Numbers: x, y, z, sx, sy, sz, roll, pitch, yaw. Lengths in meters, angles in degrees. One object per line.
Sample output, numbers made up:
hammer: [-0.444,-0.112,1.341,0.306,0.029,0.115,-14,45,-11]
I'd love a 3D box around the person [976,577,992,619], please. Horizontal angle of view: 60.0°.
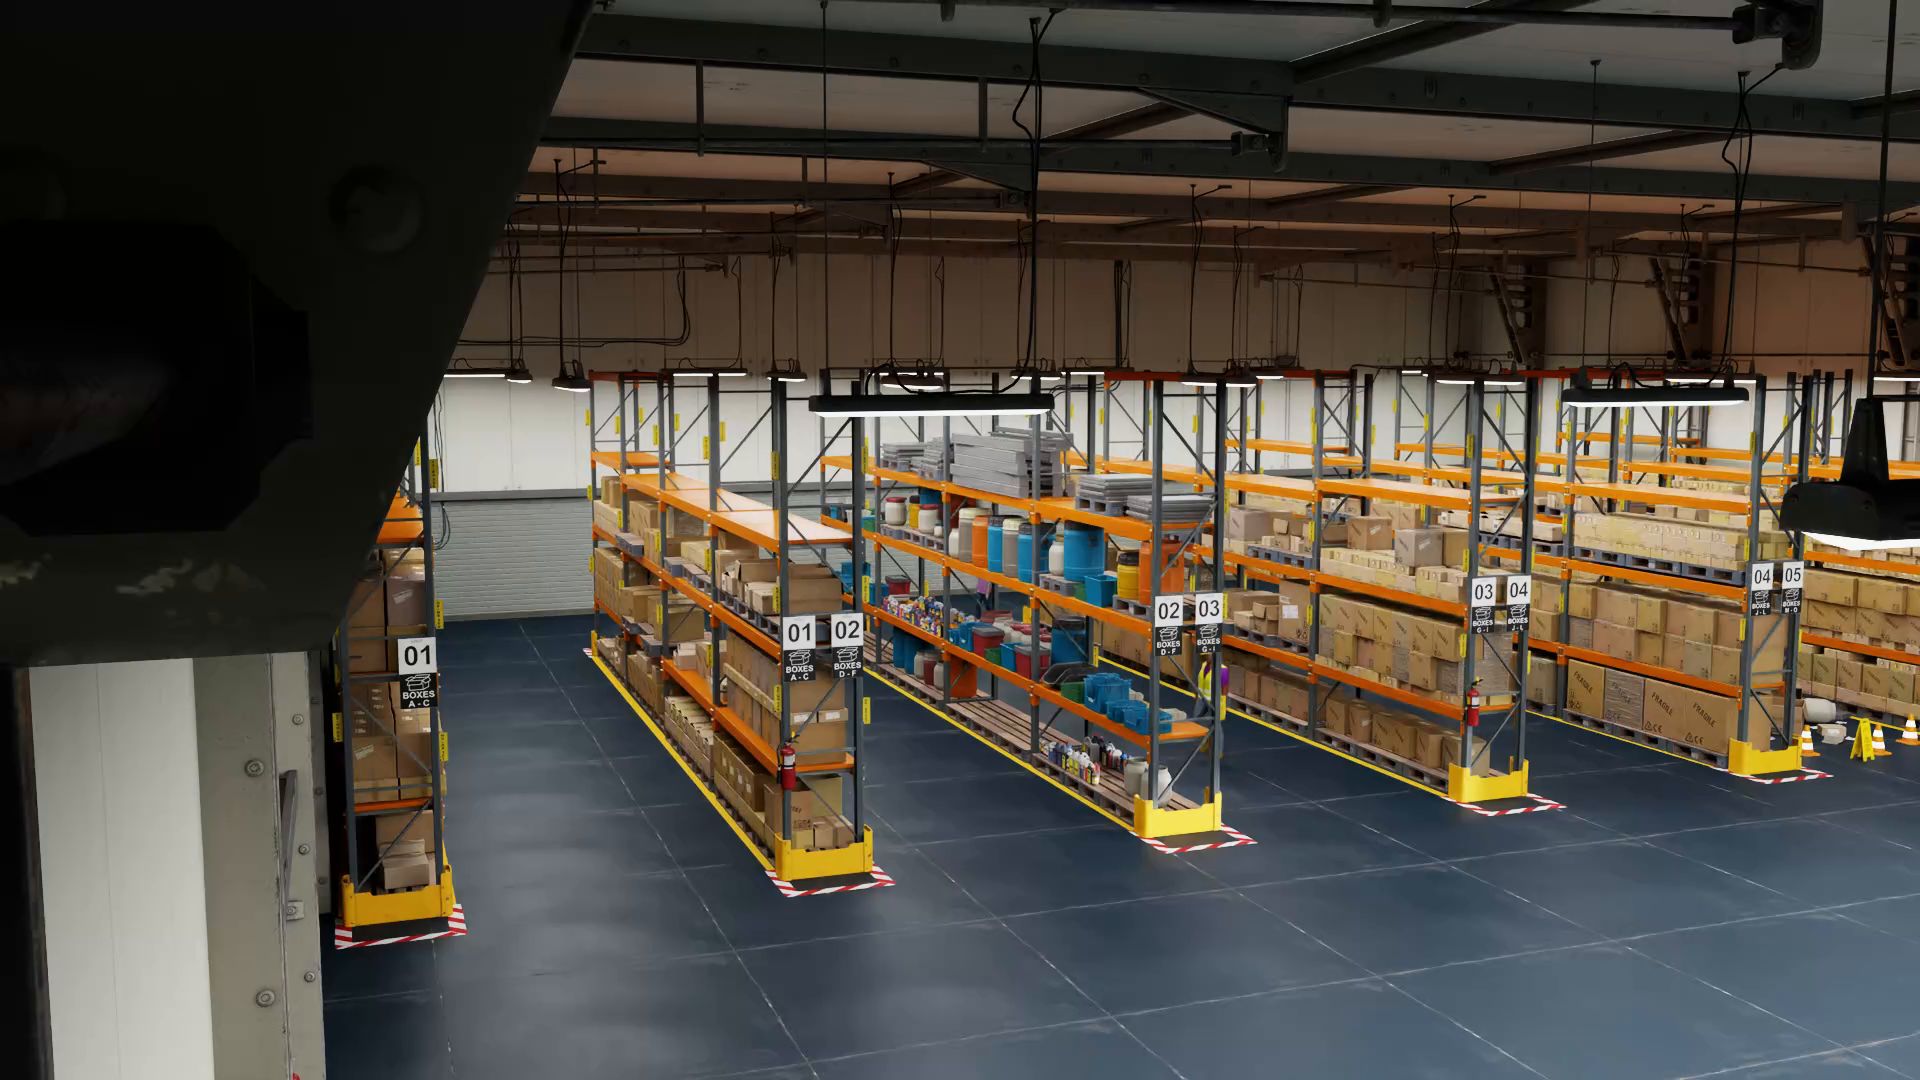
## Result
person: [0.599,1.223,38.708,0.424,1.568,0.765,6,8,41]

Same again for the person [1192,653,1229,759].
person: [3.954,2.522,26.149,0.423,1.775,0.595,-5,8,-39]
